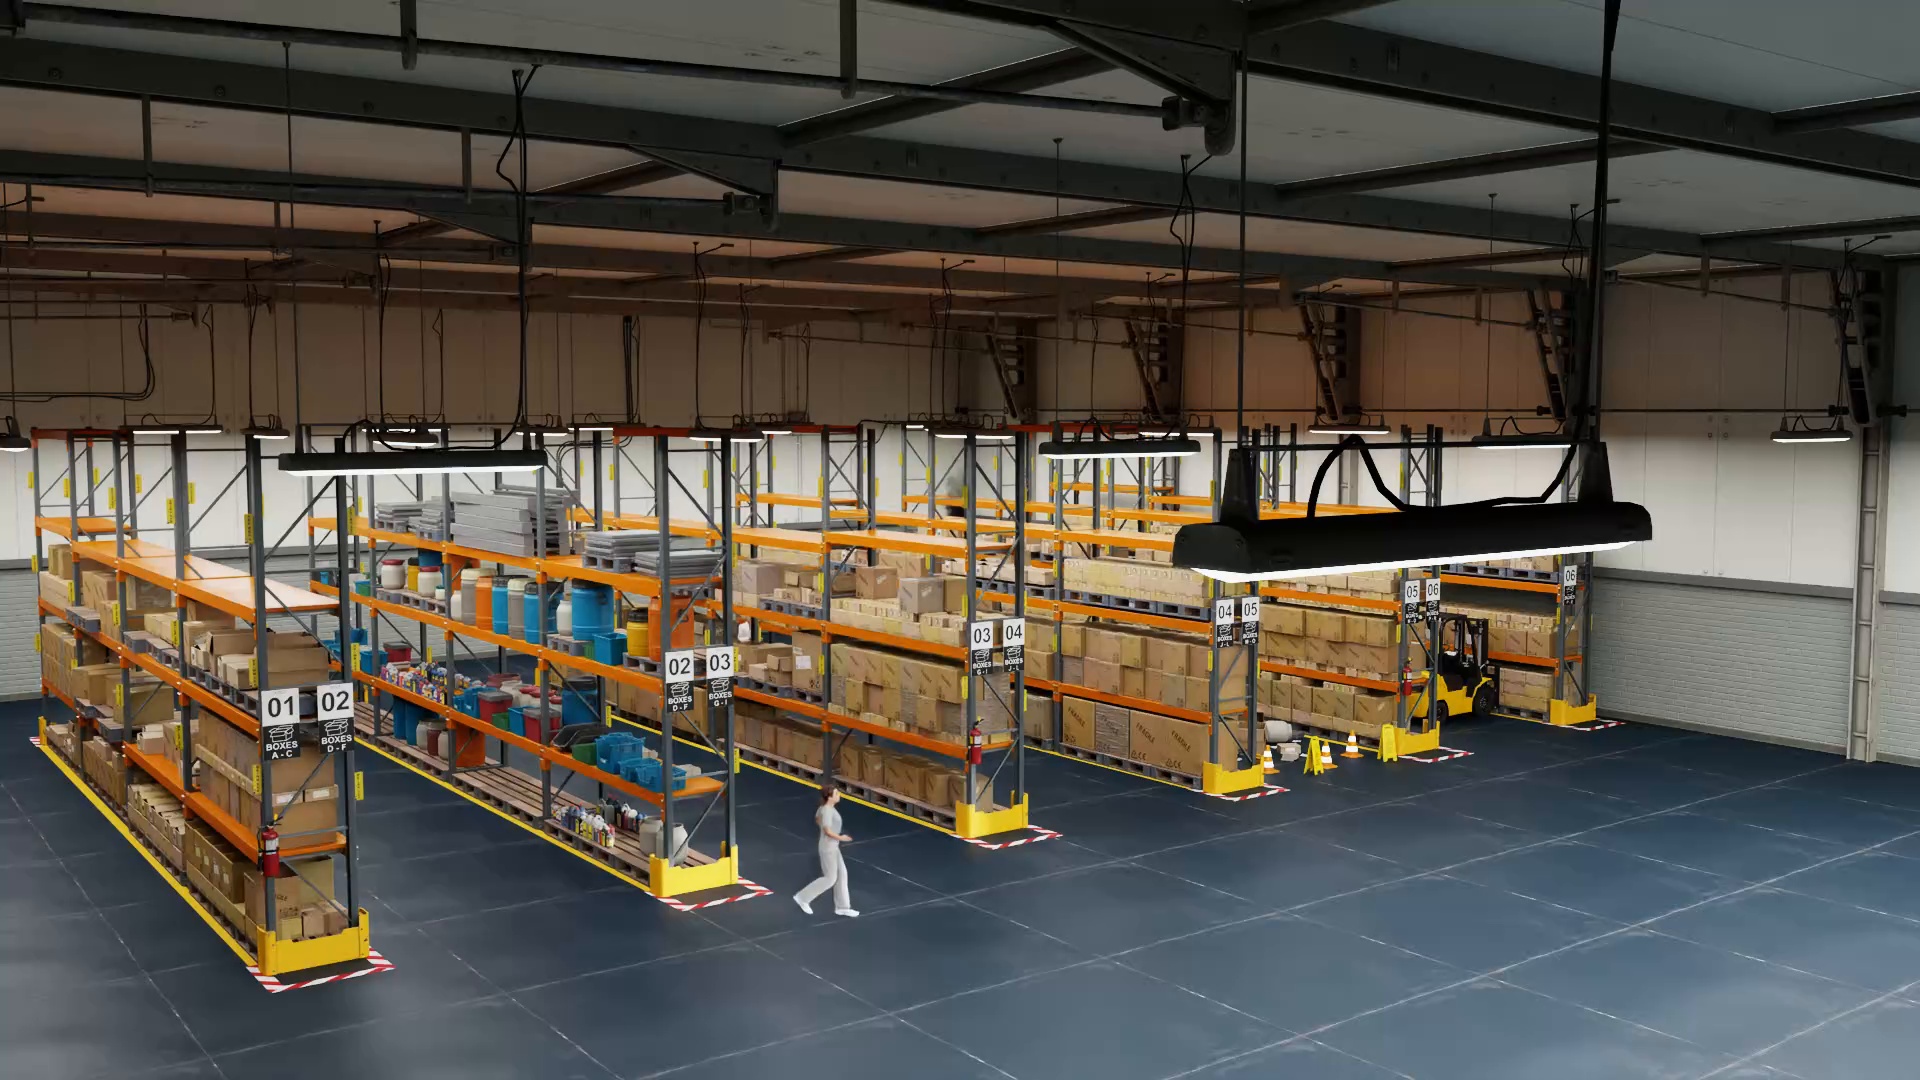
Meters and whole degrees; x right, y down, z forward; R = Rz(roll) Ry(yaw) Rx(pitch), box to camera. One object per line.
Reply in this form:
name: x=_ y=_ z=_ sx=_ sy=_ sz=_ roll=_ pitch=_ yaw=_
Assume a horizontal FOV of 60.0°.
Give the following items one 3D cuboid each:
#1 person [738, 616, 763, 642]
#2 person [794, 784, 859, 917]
person: x=-4.747 y=2.516 z=37.344 sx=0.728 sy=1.834 sz=0.990 roll=-3 pitch=5 yaw=-33
person: x=-1.669 y=3.874 z=20.740 sx=0.817 sy=1.677 sz=0.589 roll=0 pitch=4 yaw=-5
